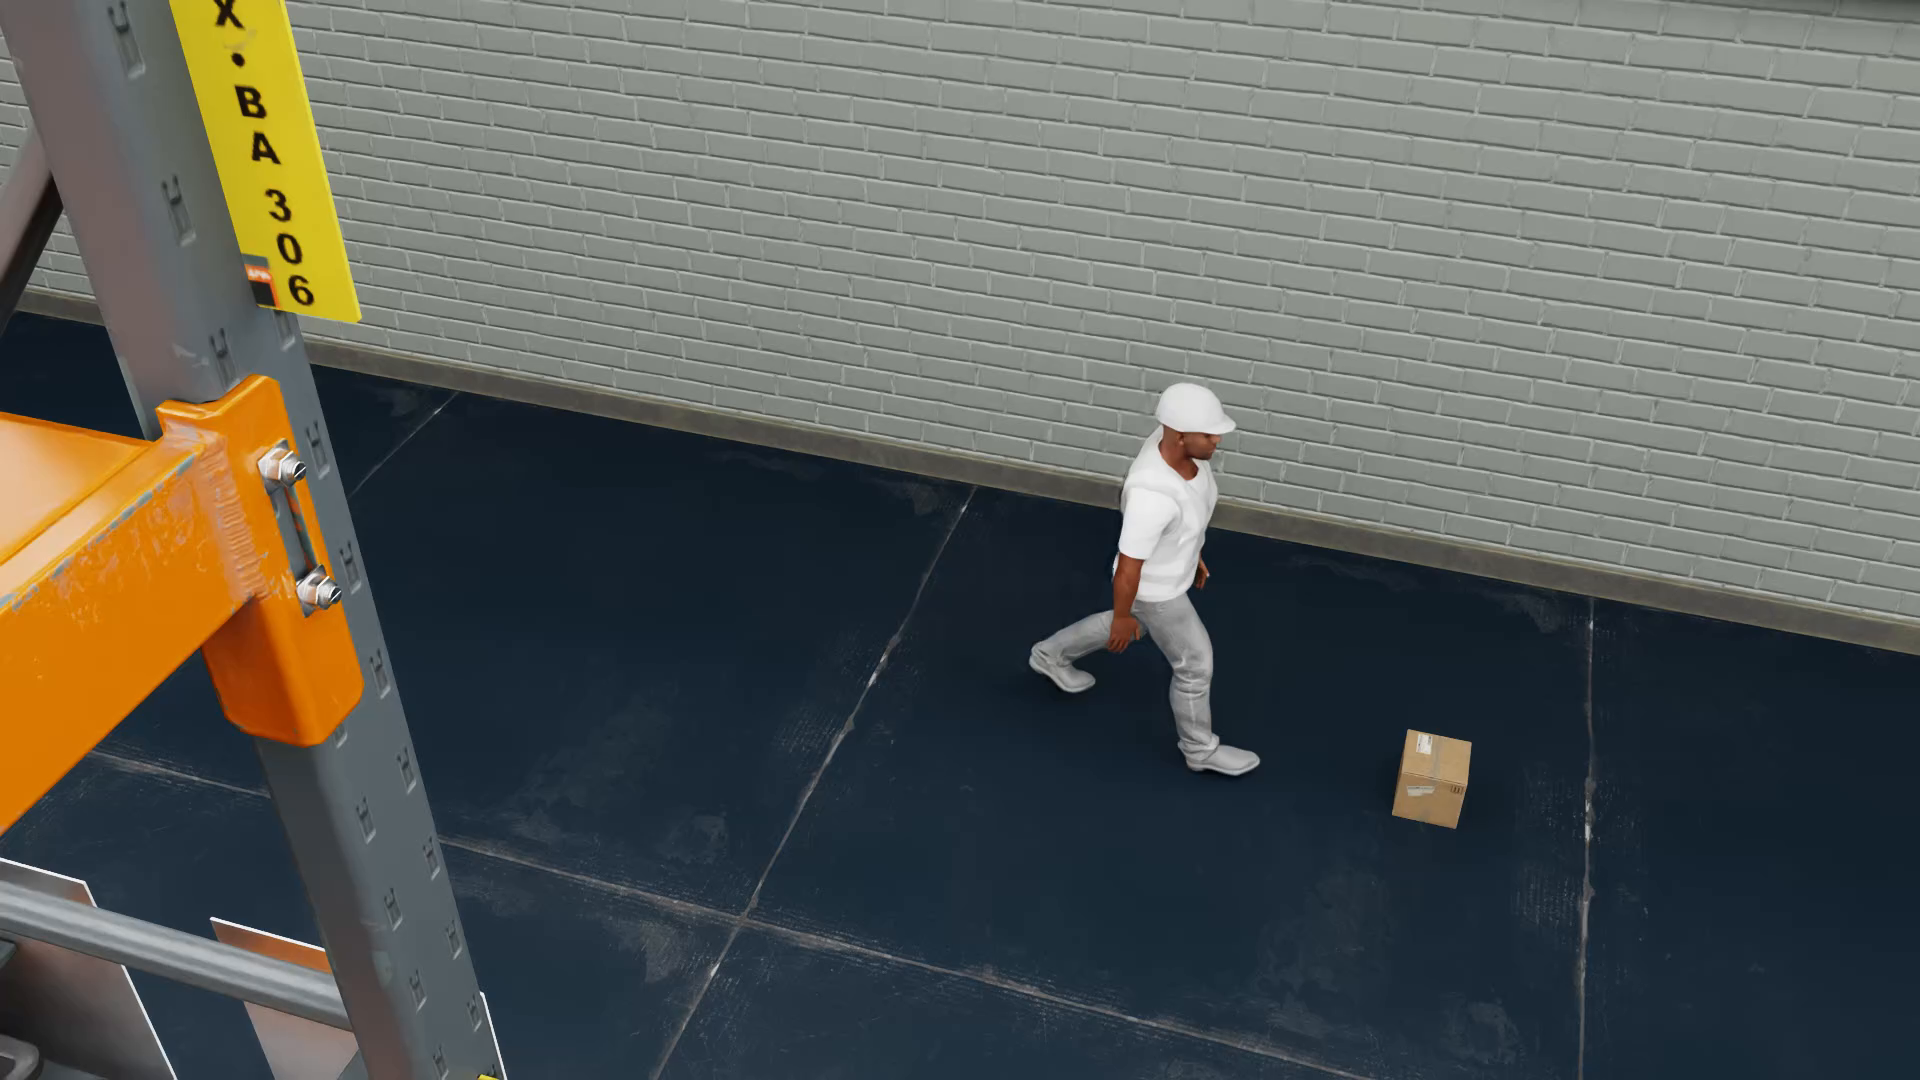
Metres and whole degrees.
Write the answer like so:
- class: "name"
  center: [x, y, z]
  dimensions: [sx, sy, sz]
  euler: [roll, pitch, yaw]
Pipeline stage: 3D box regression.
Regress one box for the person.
- class: "person"
  center: [0.748, 0.131, 6.473]
  dimensions: [1.041, 1.732, 0.594]
  euler: [10, 38, 13]
